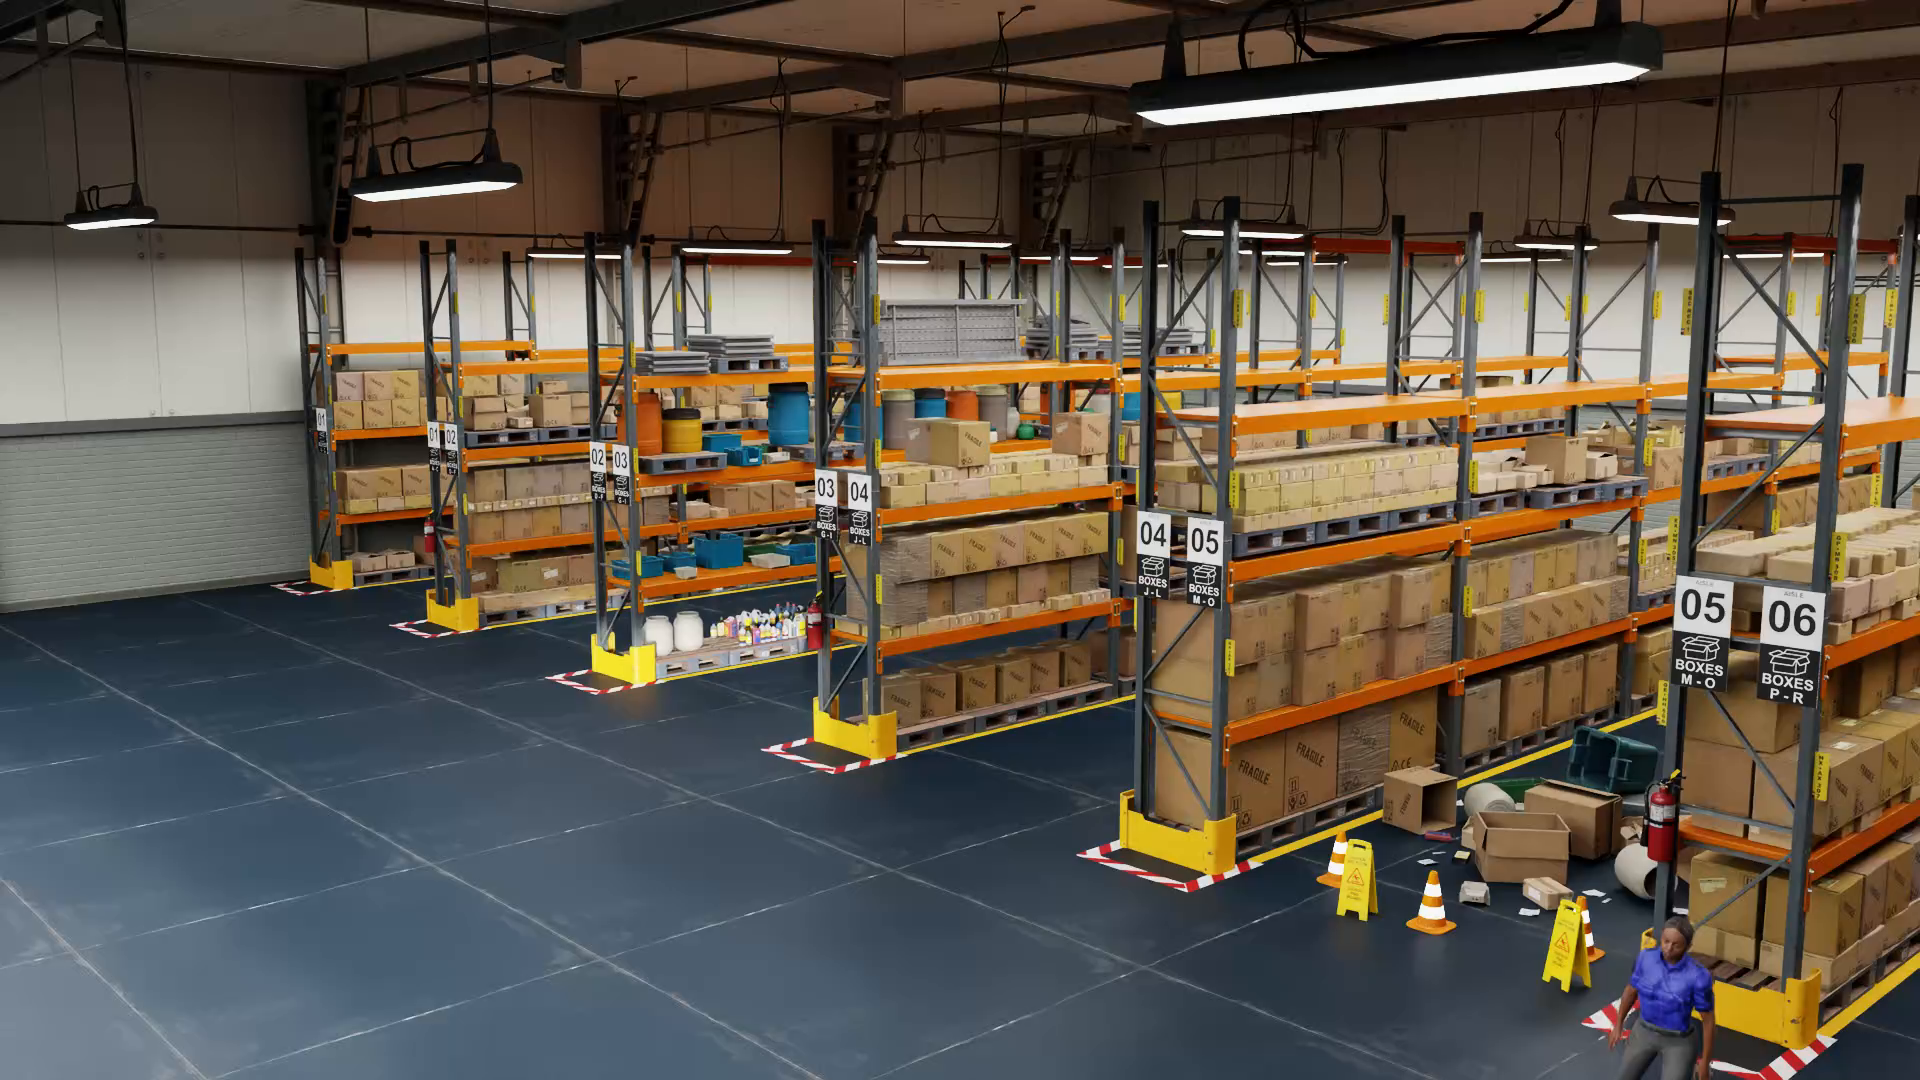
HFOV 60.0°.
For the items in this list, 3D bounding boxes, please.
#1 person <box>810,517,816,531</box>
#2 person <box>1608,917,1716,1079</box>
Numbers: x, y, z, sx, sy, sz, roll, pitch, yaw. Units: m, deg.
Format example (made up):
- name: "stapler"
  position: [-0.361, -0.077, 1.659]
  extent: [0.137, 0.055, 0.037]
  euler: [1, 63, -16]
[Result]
- name: "person"
  position: [-2.701, -0.555, 33.102]
  extent: [0.646, 1.800, 0.725]
  euler: [7, 11, 41]
- name: "person"
  position: [4.183, 2.938, 9.917]
  extent: [0.668, 1.592, 0.619]
  euler: [6, 10, 37]
